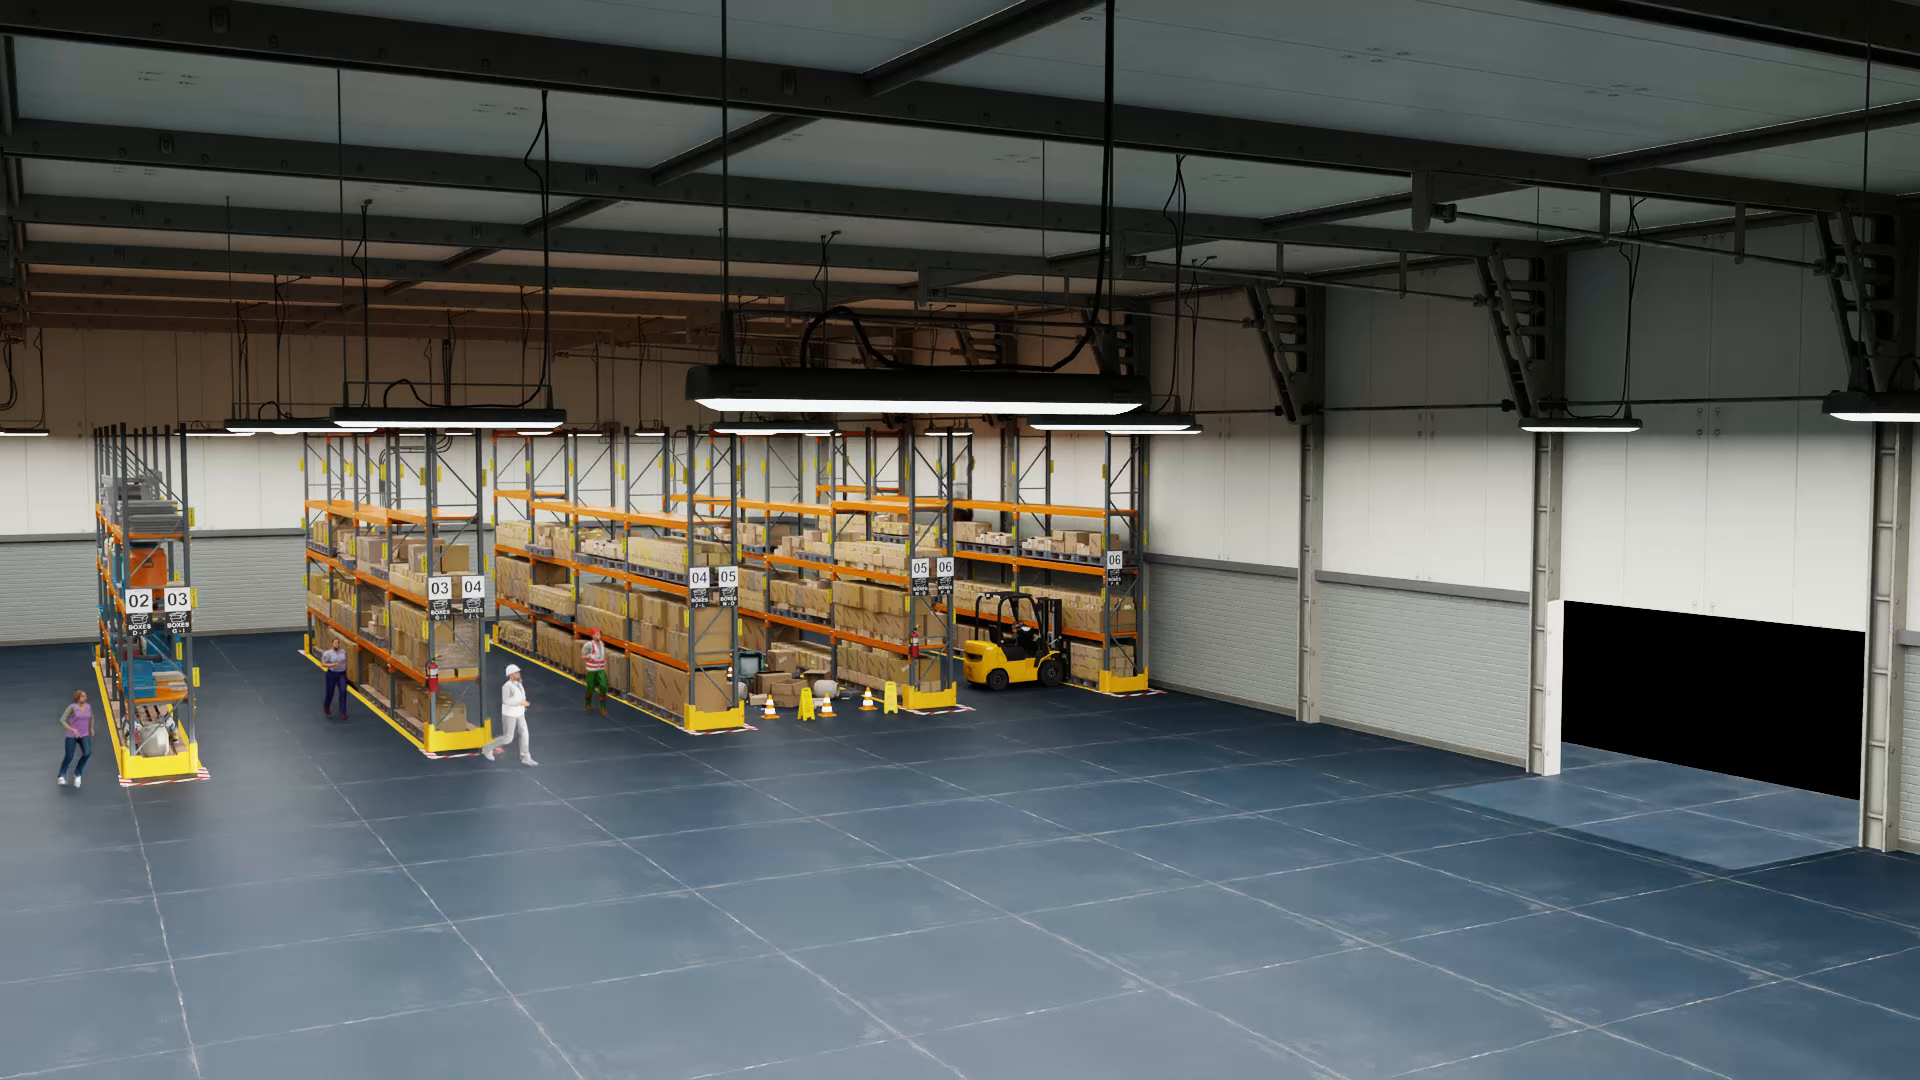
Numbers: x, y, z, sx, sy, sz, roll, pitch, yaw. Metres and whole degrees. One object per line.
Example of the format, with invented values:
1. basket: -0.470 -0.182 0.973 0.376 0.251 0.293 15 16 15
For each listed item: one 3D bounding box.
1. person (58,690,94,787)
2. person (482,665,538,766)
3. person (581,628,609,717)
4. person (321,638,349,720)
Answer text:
1. person: -14.598 3.273 27.548 0.611 1.583 0.602 3 4 40
2. person: -7.884 3.072 29.183 0.954 1.781 0.669 1 4 11
3. person: -7.616 2.737 34.582 0.620 1.841 0.832 -3 5 -40
4. person: -12.792 2.826 34.054 0.598 1.629 0.933 -3 4 -38
